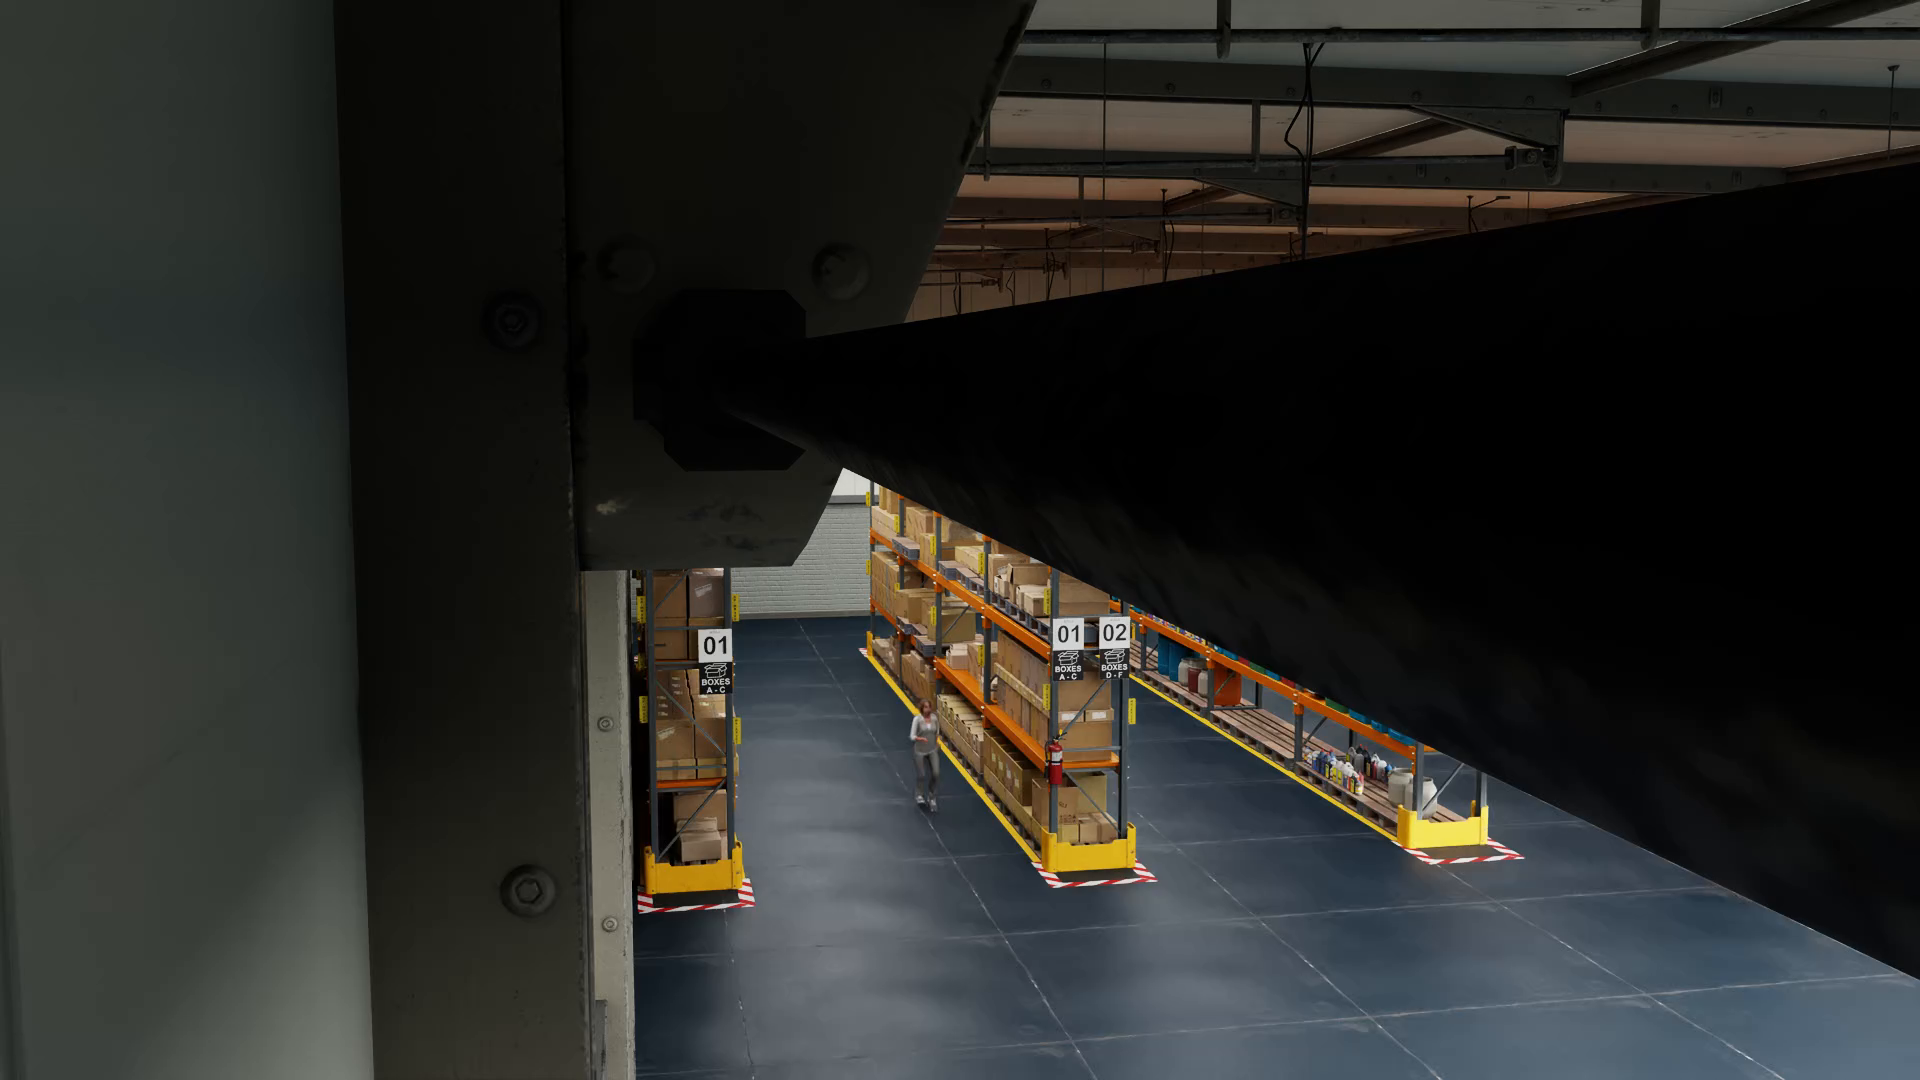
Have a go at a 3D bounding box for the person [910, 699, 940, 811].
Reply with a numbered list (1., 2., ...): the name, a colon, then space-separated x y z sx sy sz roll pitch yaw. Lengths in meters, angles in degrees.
1. person: -0.481 3.068 23.772 0.490 1.625 0.711 -2 6 -16
